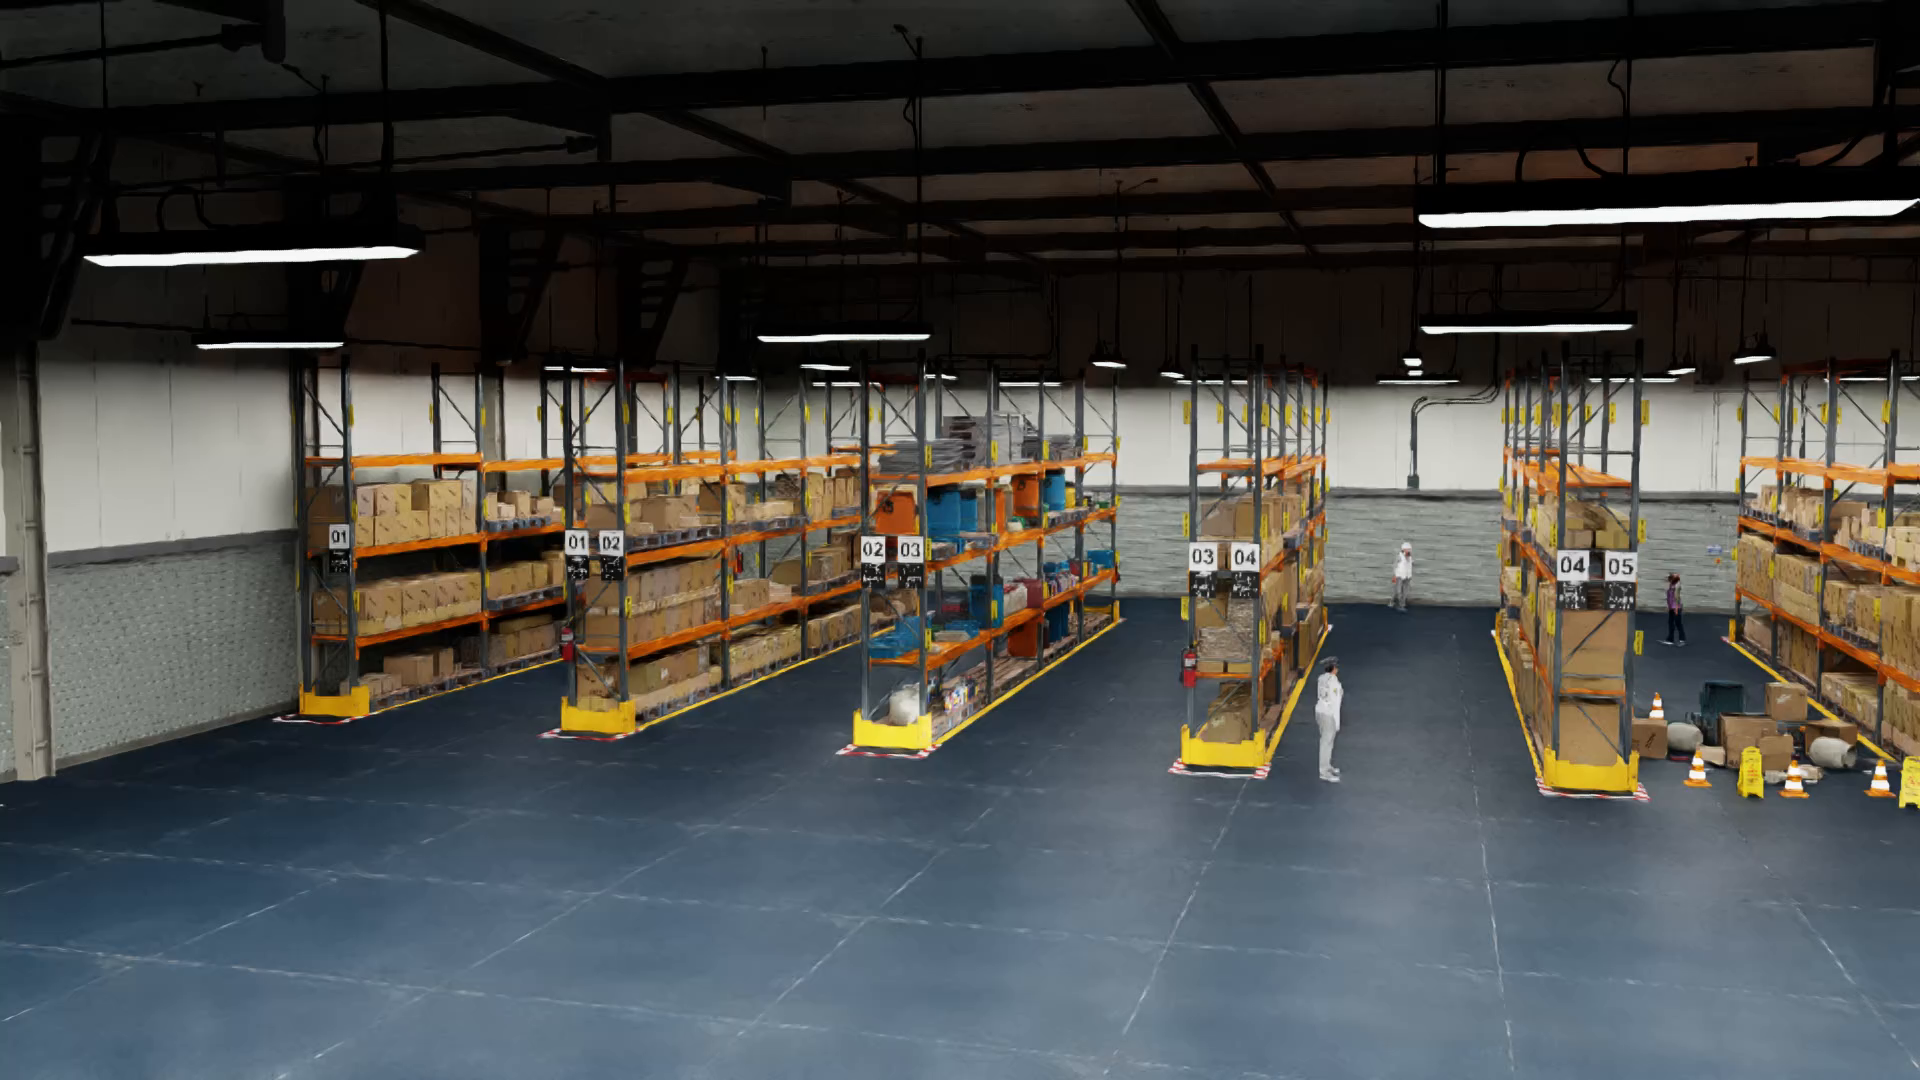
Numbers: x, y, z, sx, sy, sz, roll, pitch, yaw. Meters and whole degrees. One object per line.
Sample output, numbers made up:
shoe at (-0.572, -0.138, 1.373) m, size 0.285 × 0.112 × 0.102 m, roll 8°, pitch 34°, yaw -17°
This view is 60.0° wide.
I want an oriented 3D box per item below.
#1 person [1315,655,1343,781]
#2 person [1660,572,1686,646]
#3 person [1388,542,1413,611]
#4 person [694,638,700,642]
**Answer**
person at (5.119, 2.432, 22.918) m, size 0.431 × 1.684 × 0.554 m, roll -1°, pitch 4°, yaw -13°
person at (15.559, 1.488, 36.189) m, size 0.462 × 1.595 × 0.520 m, roll 1°, pitch 4°, yaw 10°
person at (11.298, 0.934, 42.561) m, size 0.589 × 1.765 × 0.566 m, roll -2°, pitch 5°, yaw -20°
person at (-5.912, 1.476, 36.115) m, size 0.460 × 1.625 × 0.985 m, roll 1°, pitch 4°, yaw 14°
